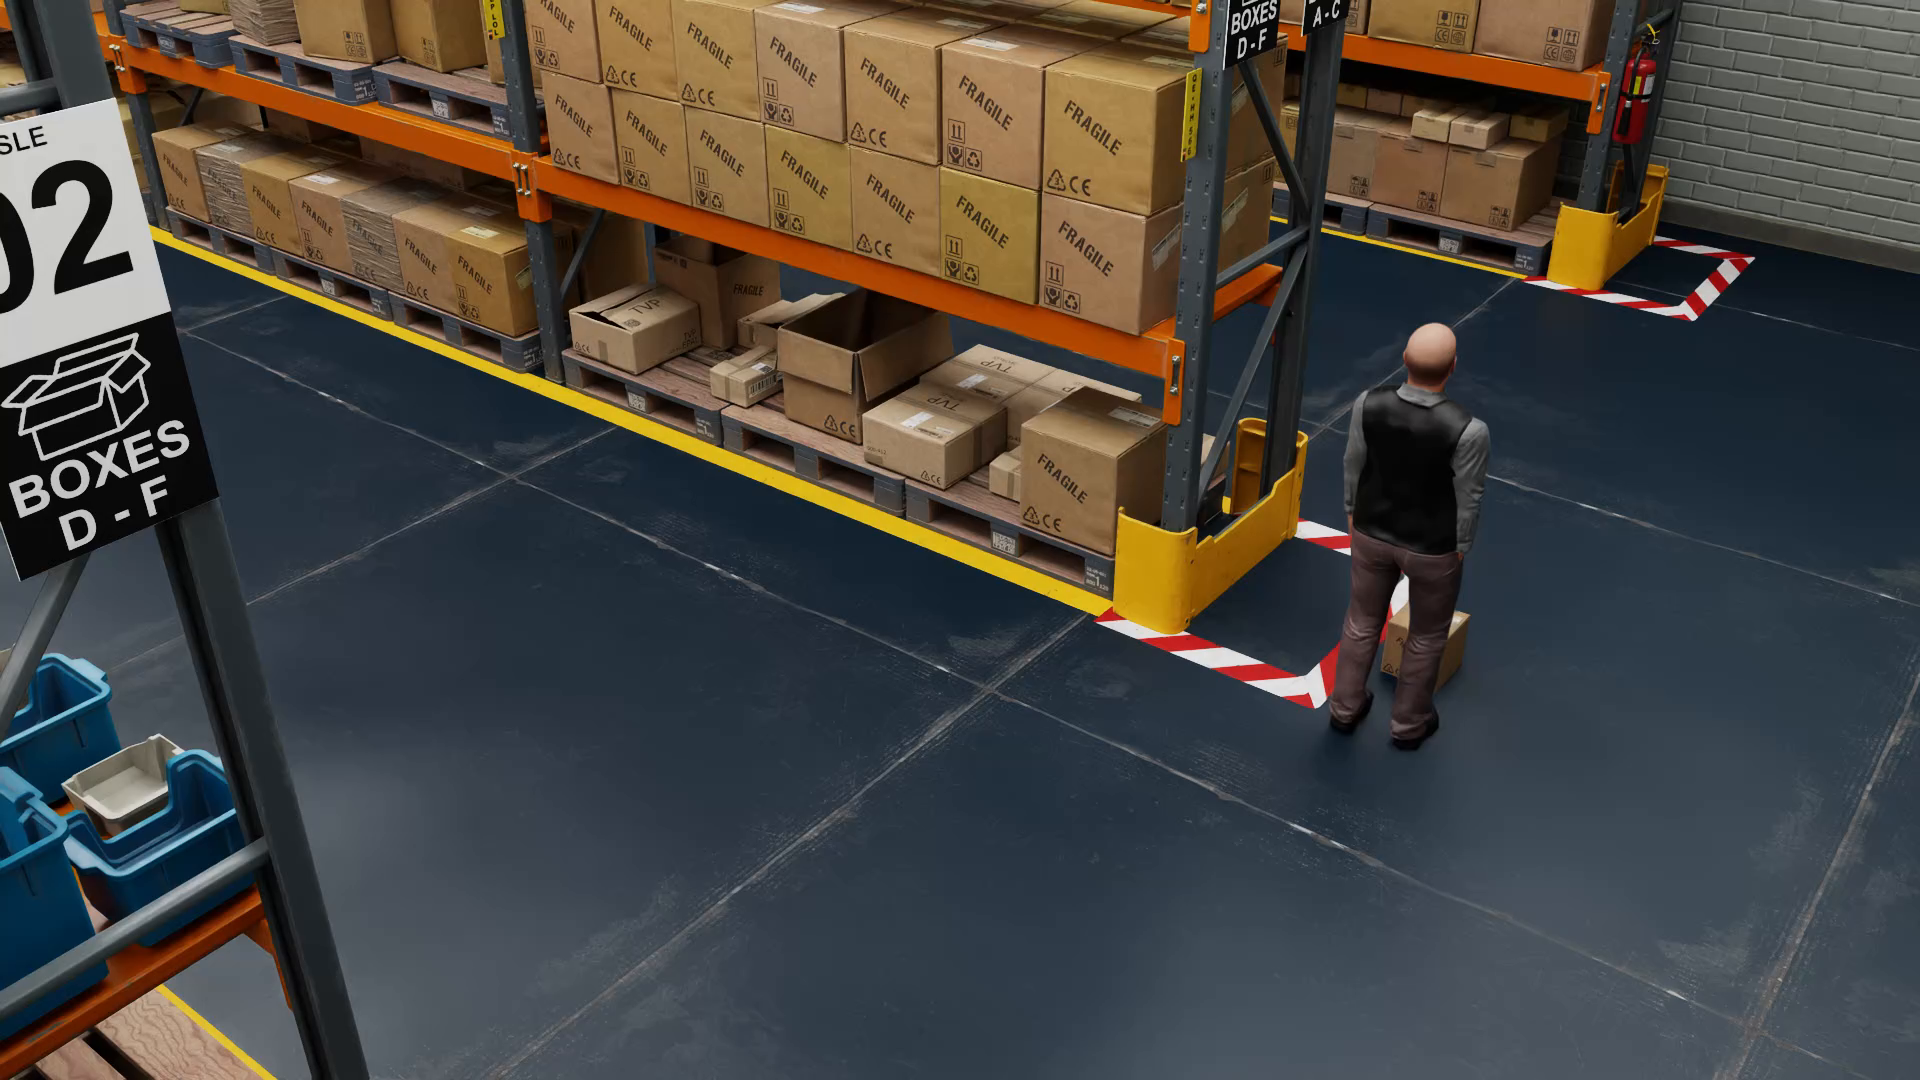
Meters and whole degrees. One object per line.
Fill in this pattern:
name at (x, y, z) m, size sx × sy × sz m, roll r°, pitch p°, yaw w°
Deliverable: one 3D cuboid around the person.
person at (1.657, -0.011, 6.187) m, size 0.532 × 1.719 × 0.360 m, roll 21°, pitch 36°, yaw 31°
